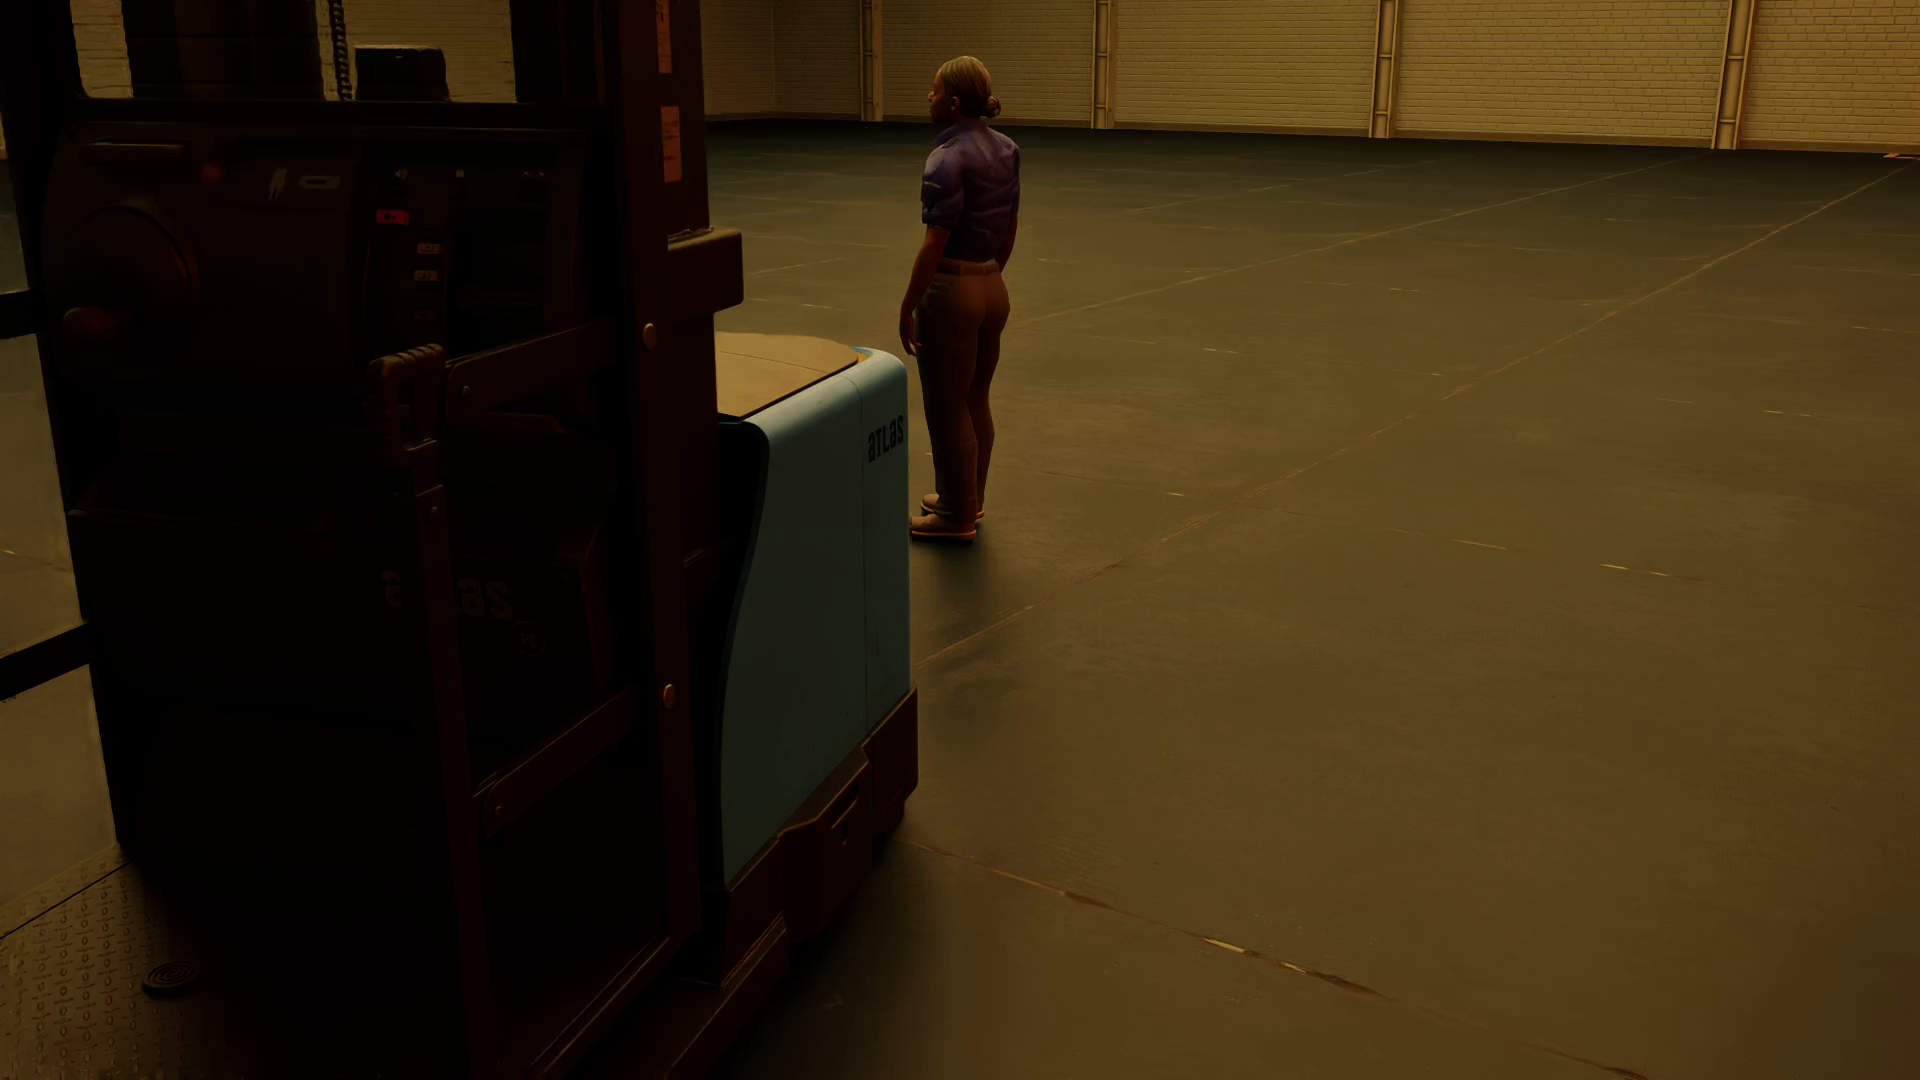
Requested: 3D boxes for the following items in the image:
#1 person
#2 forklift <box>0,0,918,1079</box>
[{"bbox_3d":[-0.061,-0.819,5.773,0.503,1.656,0.568,11,20,33],"label":"person"},{"bbox_3d":[-1.030,-0.429,2.268,1.130,2.935,3.031,5,17,17],"label":"forklift"}]
